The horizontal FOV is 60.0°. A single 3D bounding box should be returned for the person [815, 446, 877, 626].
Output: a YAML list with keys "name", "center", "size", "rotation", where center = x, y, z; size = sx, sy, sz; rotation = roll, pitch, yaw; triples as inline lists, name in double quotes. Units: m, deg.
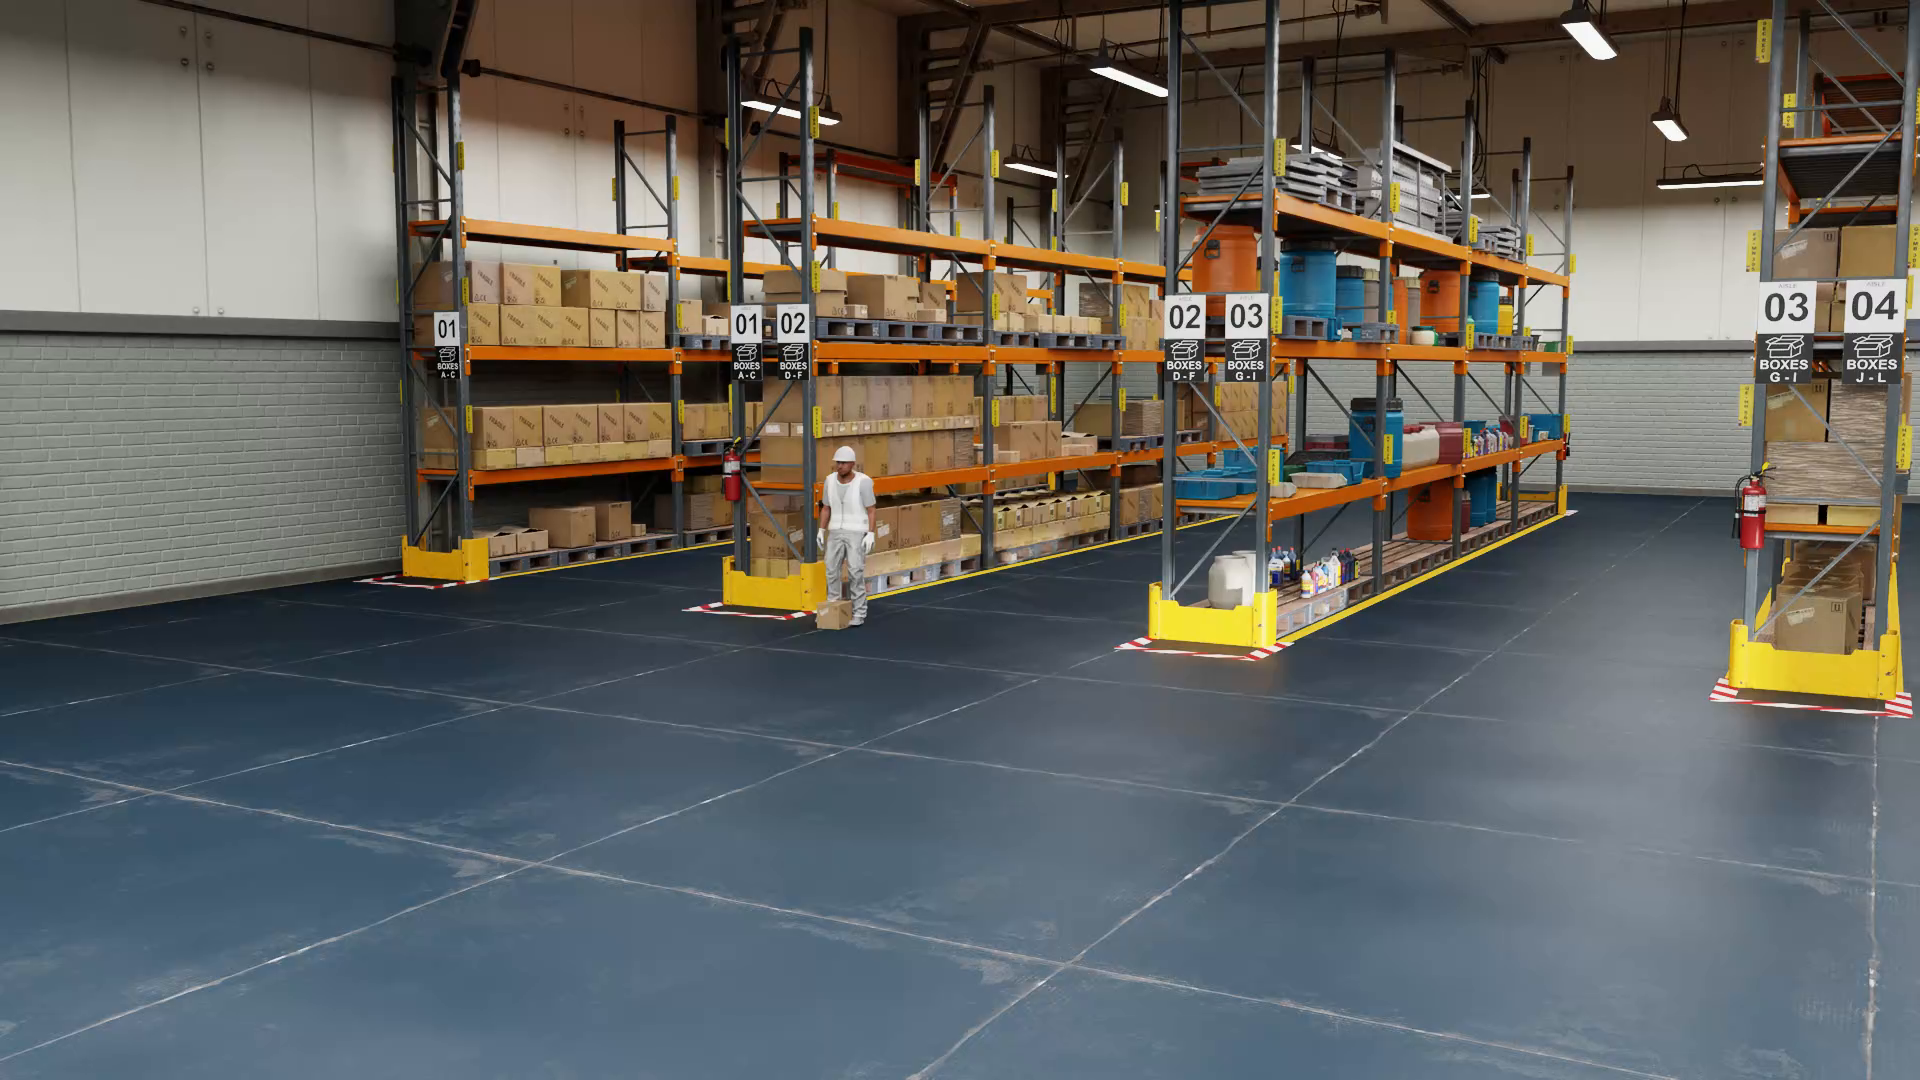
- name: "person"
  center: [-1.125, -0.043, 16.453]
  size: [0.625, 1.773, 0.452]
  rotation: [3, 6, 25]
